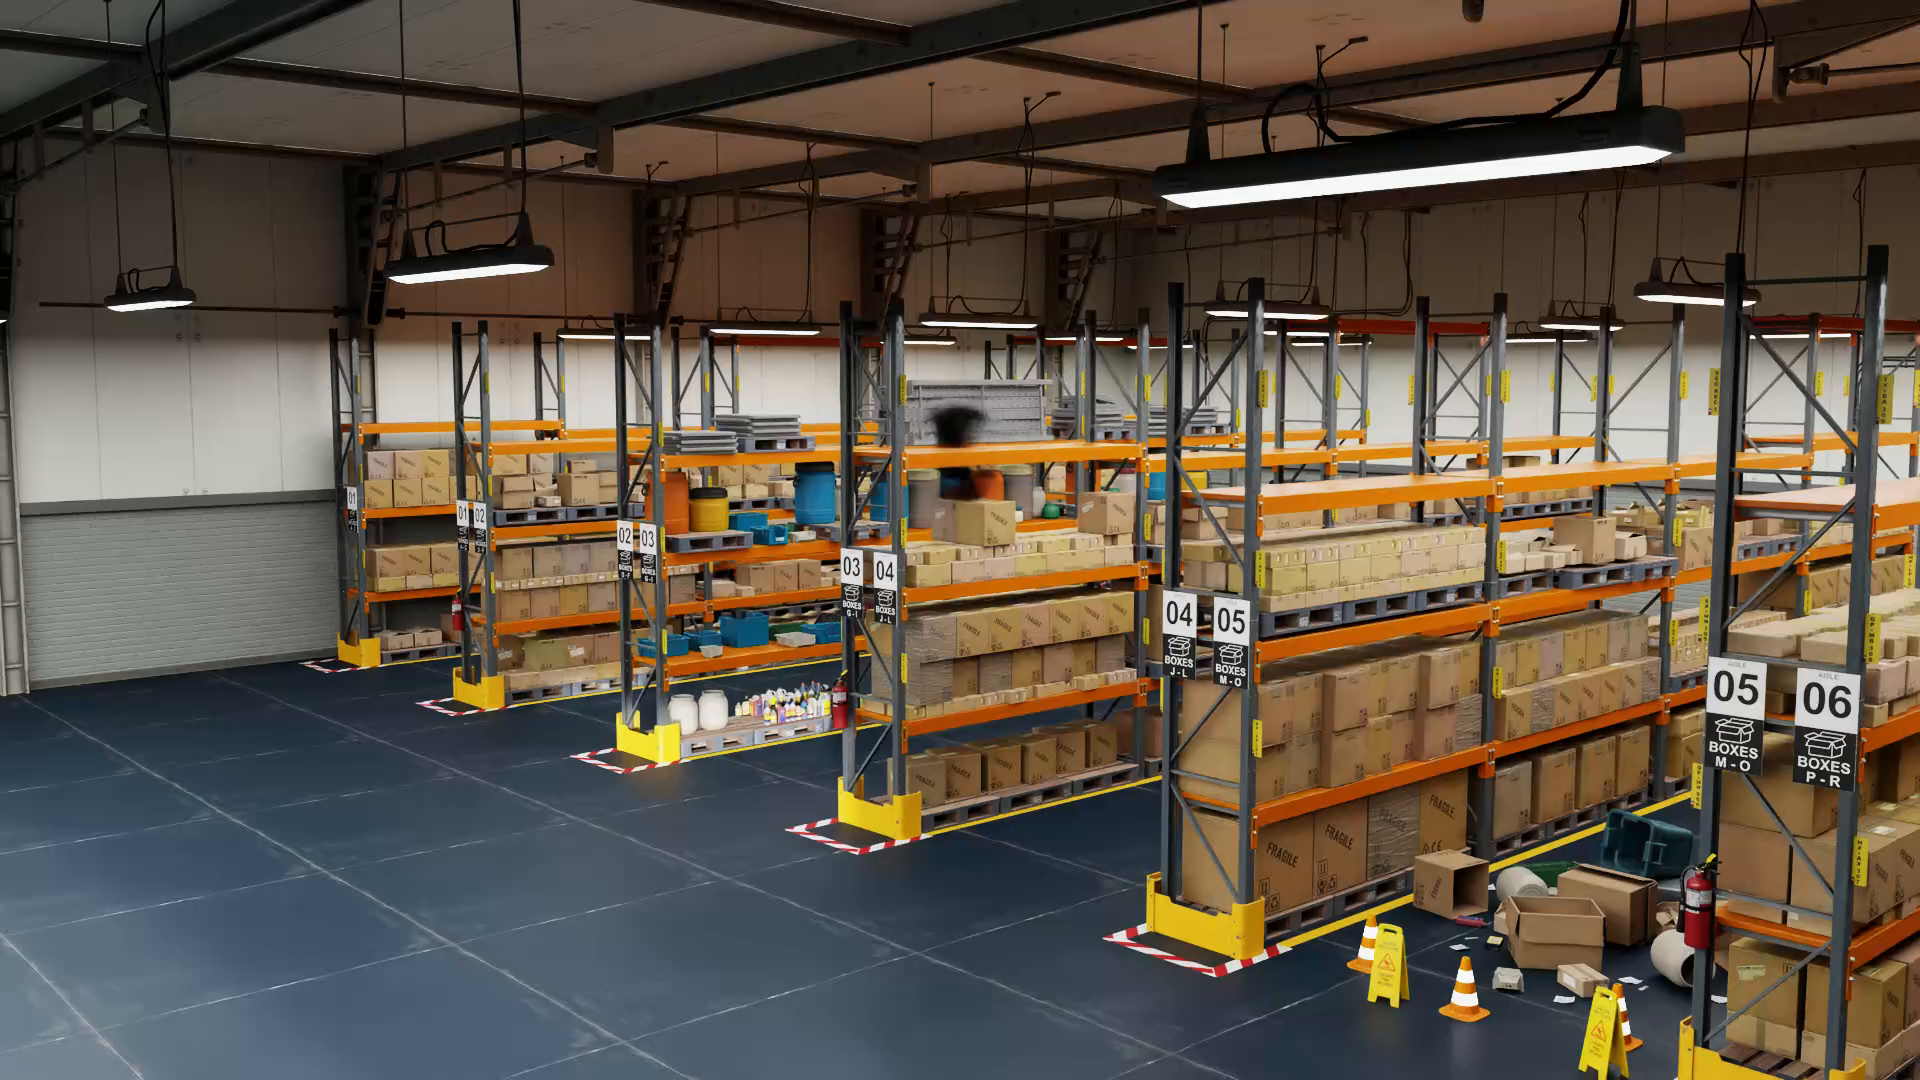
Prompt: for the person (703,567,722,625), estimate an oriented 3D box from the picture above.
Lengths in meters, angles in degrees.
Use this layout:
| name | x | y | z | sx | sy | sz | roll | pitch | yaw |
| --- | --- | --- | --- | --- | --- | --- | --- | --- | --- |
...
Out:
| name | x | y | z | sx | sy | sz | roll | pitch | yaw |
| --- | --- | --- | --- | --- | --- | --- | --- | --- | --- |
| person | -4.601 | 1.288 | 31.338 | 0.800 | 1.604 | 0.558 | -5 | 7 | -39 |
